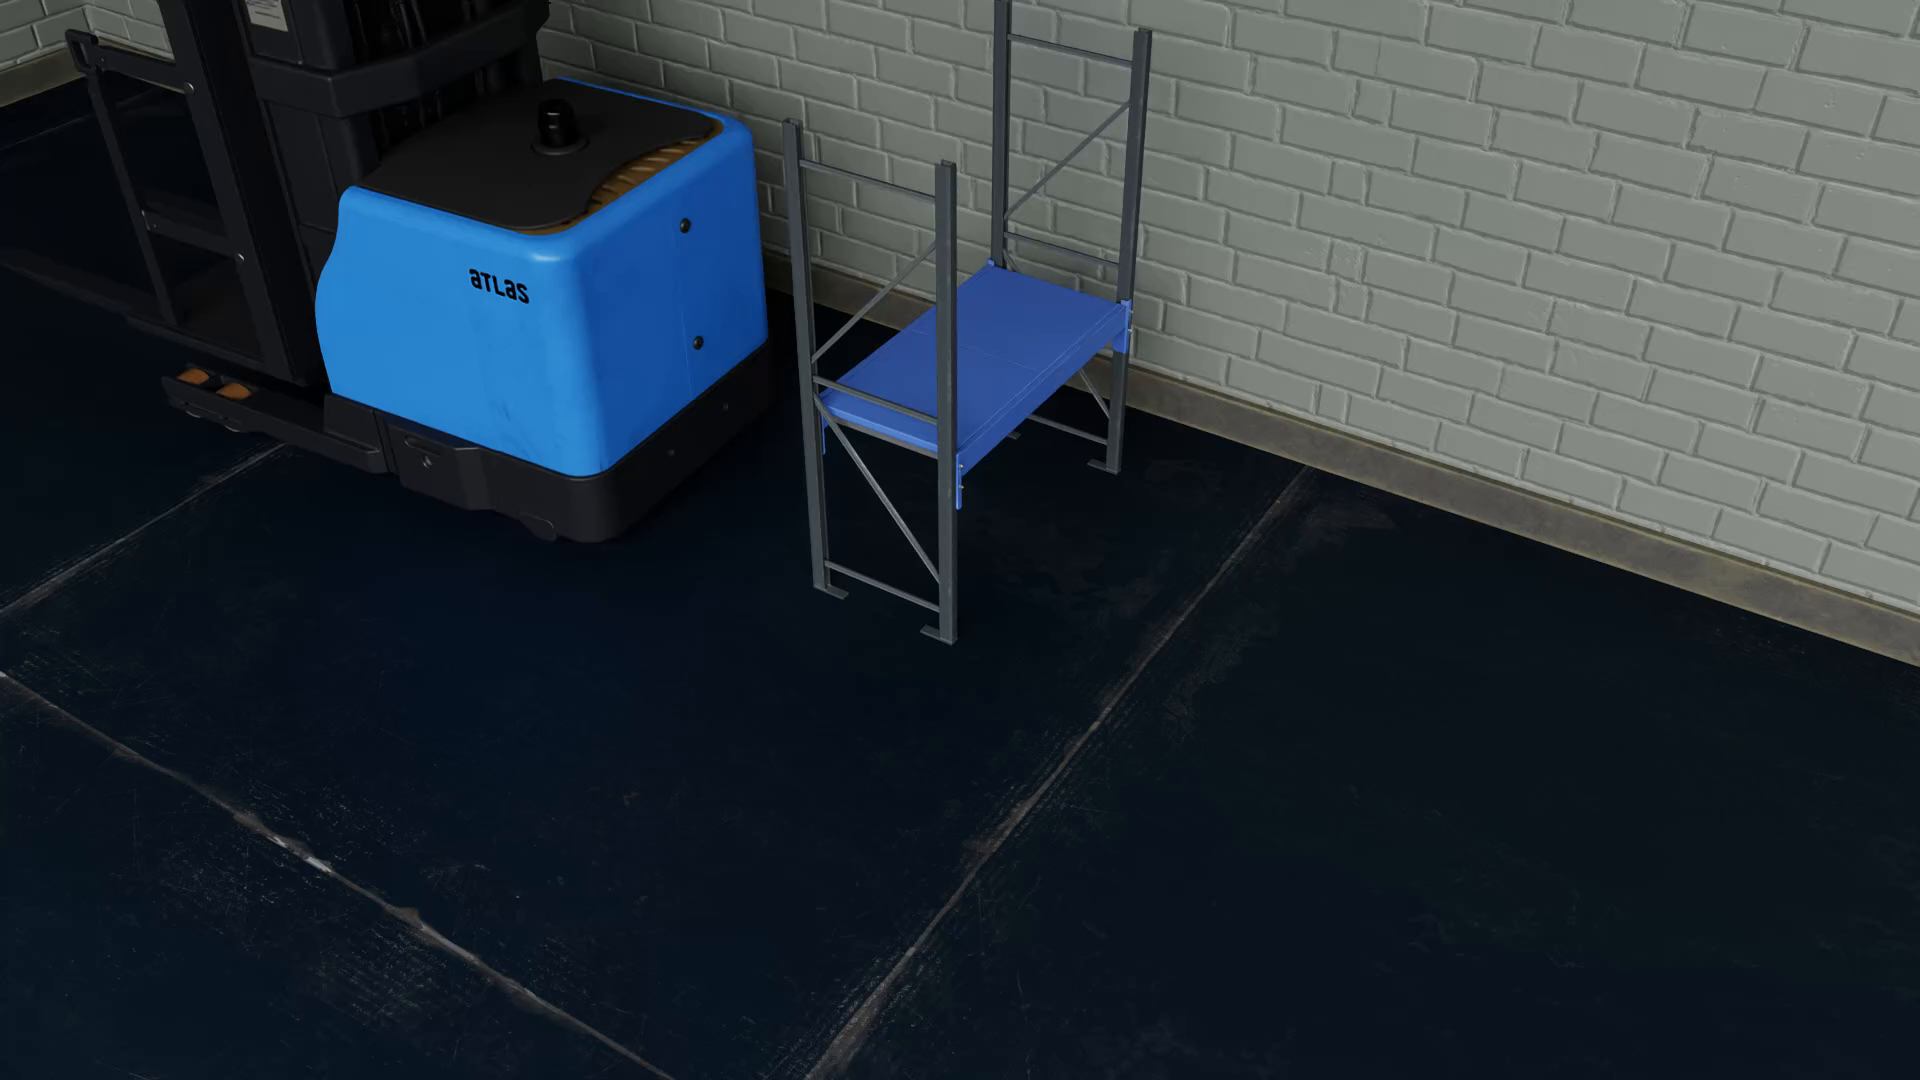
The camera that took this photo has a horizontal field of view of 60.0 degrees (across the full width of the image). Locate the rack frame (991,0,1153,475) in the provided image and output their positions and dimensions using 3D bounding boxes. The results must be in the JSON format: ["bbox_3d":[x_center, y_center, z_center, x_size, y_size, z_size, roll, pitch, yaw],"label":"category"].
[{"bbox_3d":[0.318,-0.900,5.189,0.500,1.500,0.032,21,42,25],"label":"rack frame"}]

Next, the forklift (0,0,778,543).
[{"bbox_3d":[-2.175,-1.795,5.178,3.031,2.935,1.130,18,41,22],"label":"forklift"}]

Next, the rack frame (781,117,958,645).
[{"bbox_3d":[-0.227,-0.376,4.509,0.500,1.500,0.032,21,42,25],"label":"rack frame"}]

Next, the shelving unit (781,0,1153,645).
[{"bbox_3d":[0.046,-0.638,4.849,0.538,1.500,1.048,21,42,25],"label":"shelving unit"}]

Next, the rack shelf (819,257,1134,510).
[{"bbox_3d":[0.046,-0.496,4.959,0.538,0.185,1.000,21,42,25],"label":"rack shelf"}]
